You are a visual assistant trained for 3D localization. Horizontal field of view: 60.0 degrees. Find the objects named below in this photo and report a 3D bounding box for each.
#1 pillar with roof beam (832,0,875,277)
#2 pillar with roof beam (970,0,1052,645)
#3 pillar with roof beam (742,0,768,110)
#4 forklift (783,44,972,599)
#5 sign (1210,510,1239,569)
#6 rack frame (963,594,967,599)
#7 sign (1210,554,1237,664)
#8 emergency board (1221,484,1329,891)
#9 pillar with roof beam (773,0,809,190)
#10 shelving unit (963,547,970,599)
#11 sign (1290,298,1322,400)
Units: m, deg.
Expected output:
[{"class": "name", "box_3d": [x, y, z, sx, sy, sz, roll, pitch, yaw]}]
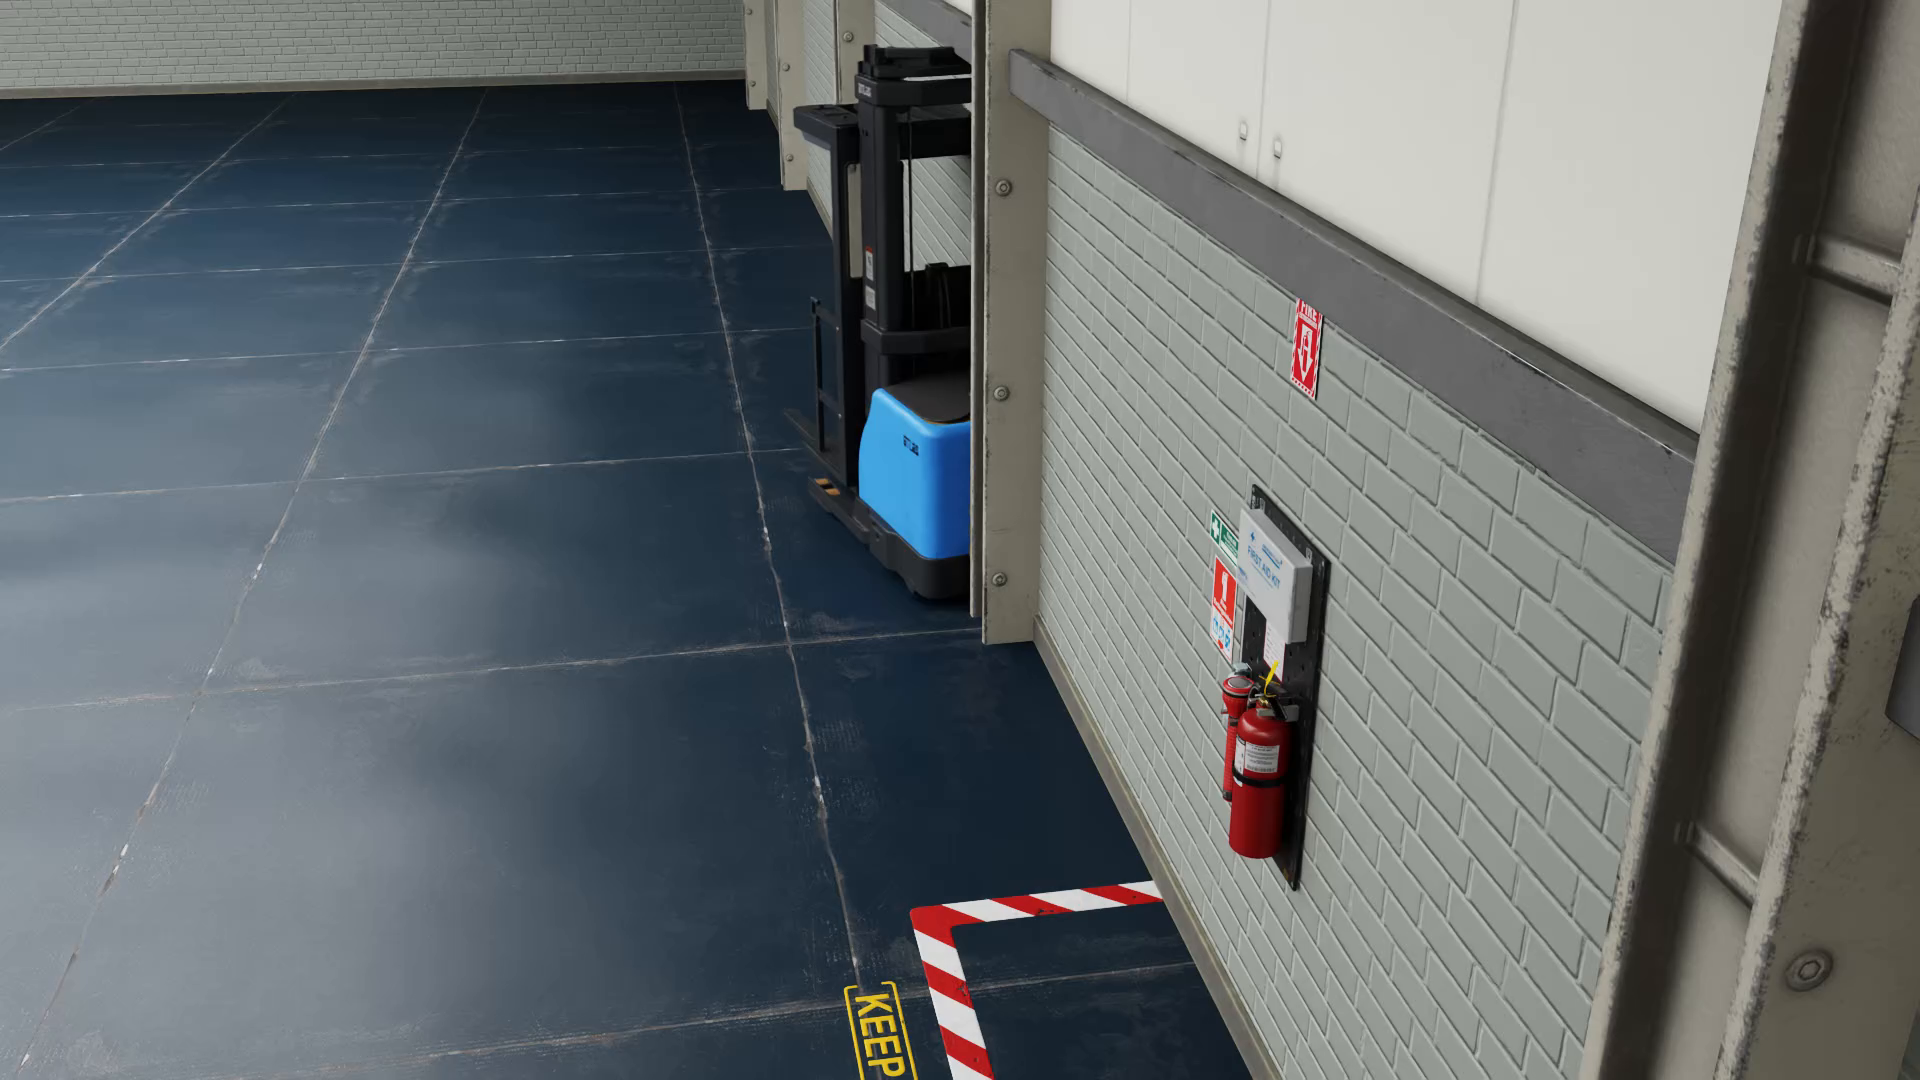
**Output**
[{"class": "pillar with roof beam", "box_3d": [-5.096, -5.690, 12.036, 9.100, 9.000, 0.400, -4, 24, -10]}, {"class": "pillar with roof beam", "box_3d": [-3.986, -3.330, 6.632, 9.100, 9.000, 0.400, -4, 24, -10]}, {"class": "pillar with roof beam", "box_3d": [-7.315, -10.411, 22.843, 9.100, 9.000, 0.400, -4, 24, -10]}, {"class": "forklift", "box_3d": [-0.331, -1.571, 10.184, 1.130, 2.935, 3.031, -10, 26, -22]}, {"class": "sign", "box_3d": [0.926, 0.003, 5.788, 0.001, 0.109, 0.331, -4, 24, -10]}, {"class": "rack frame", "box_3d": [0.167, -0.214, 9.278, 0.240, 1.200, 0.006, -2, 24, -11]}, {"class": "sign", "box_3d": [0.934, 0.244, 5.899, 0.001, 0.329, 0.234, -4, 24, -10]}, {"class": "emergency board", "box_3d": [0.935, 0.485, 5.391, 0.194, 1.169, 0.643, -4, 24, -10]}, {"class": "pillar with roof beam", "box_3d": [-6.205, -8.051, 17.440, 9.100, 9.000, 0.400, -4, 24, -10]}, {"class": "shelving unit", "box_3d": [0.185, -0.177, 9.195, 0.258, 1.200, 0.189, -2, 24, -11]}, {"class": "sign", "box_3d": [1.031, -0.588, 4.951, 0.001, 0.298, 0.199, -4, 24, -10]}]
